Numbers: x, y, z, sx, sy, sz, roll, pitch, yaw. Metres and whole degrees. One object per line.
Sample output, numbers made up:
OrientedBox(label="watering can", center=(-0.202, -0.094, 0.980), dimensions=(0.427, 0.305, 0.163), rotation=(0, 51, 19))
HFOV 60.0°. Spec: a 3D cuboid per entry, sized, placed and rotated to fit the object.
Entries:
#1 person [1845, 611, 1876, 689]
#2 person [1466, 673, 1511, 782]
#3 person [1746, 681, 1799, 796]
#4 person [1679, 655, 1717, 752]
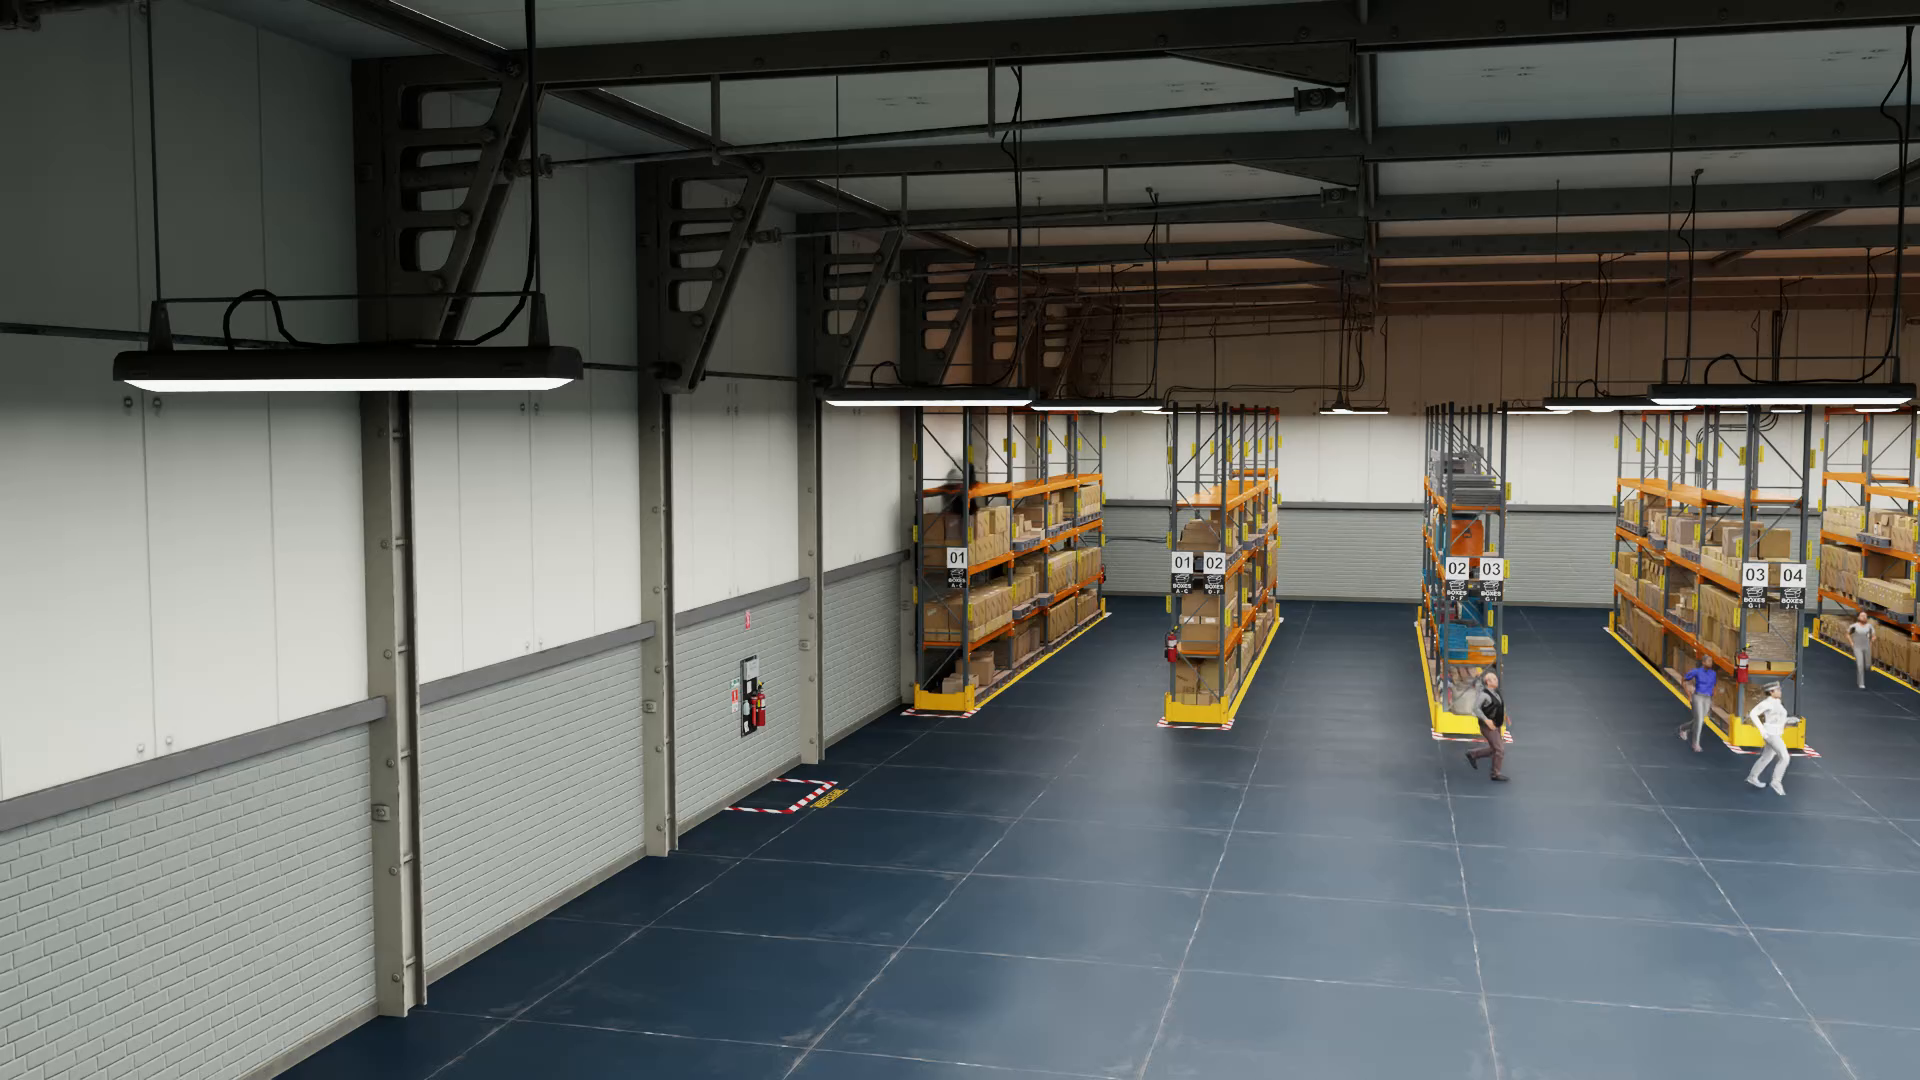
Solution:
OrientedBox(label="person", center=(19.068, 2.311, 35.205), dimensions=(0.572, 1.620, 0.752), rotation=(1, 4, 16))
OrientedBox(label="person", center=(8.330, 2.939, 26.255), dimensions=(0.772, 1.686, 0.694), rotation=(4, 6, 42))
OrientedBox(label="person", center=(12.379, 3.010, 25.343), dimensions=(0.734, 1.750, 0.578), rotation=(4, 6, 40))
OrientedBox(label="person", center=(12.836, 2.802, 28.834), dimensions=(0.618, 1.644, 0.792), rotation=(-1, 4, -10))
